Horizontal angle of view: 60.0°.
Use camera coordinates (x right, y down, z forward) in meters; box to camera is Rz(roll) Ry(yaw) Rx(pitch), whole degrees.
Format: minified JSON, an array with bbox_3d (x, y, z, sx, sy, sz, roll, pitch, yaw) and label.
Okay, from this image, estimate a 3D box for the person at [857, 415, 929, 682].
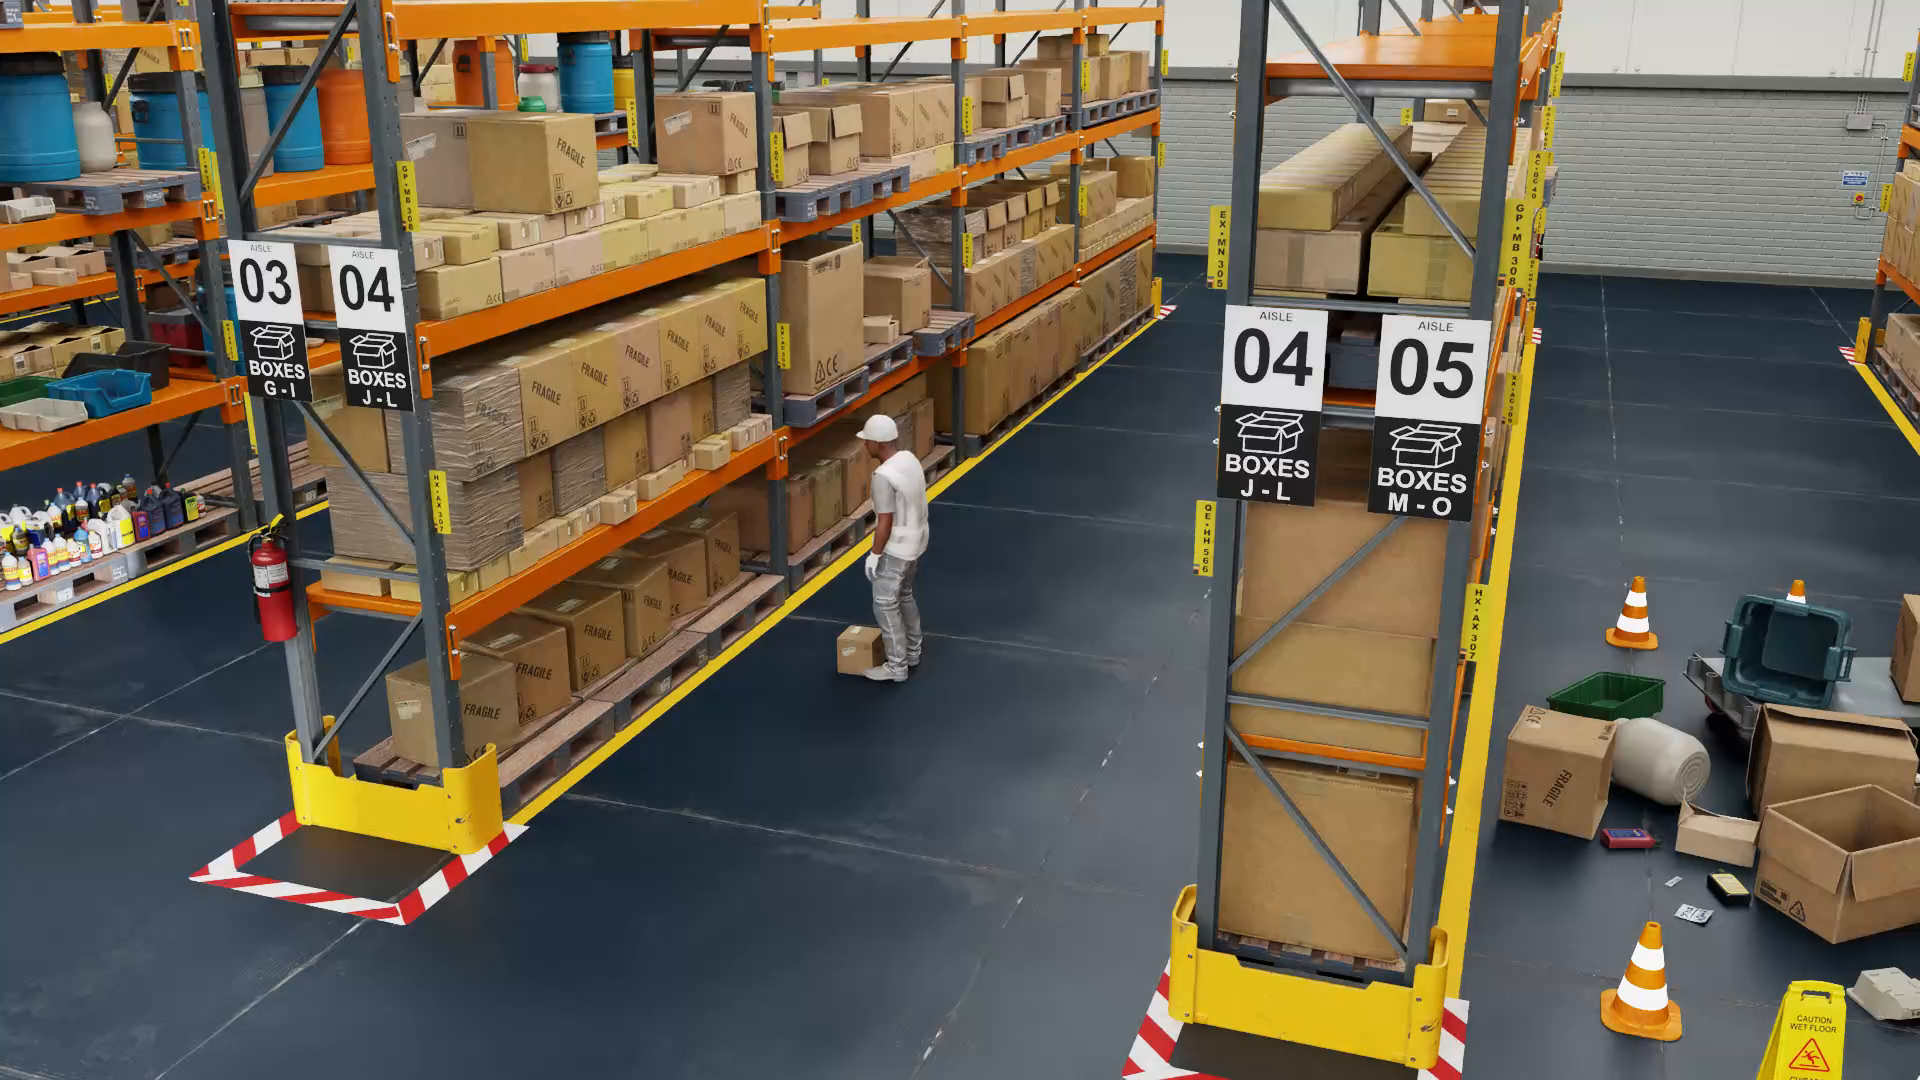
[{"bbox_3d":[-0.440,0.044,10.911,0.446,1.775,0.618,6,20,19],"label":"person"}]
